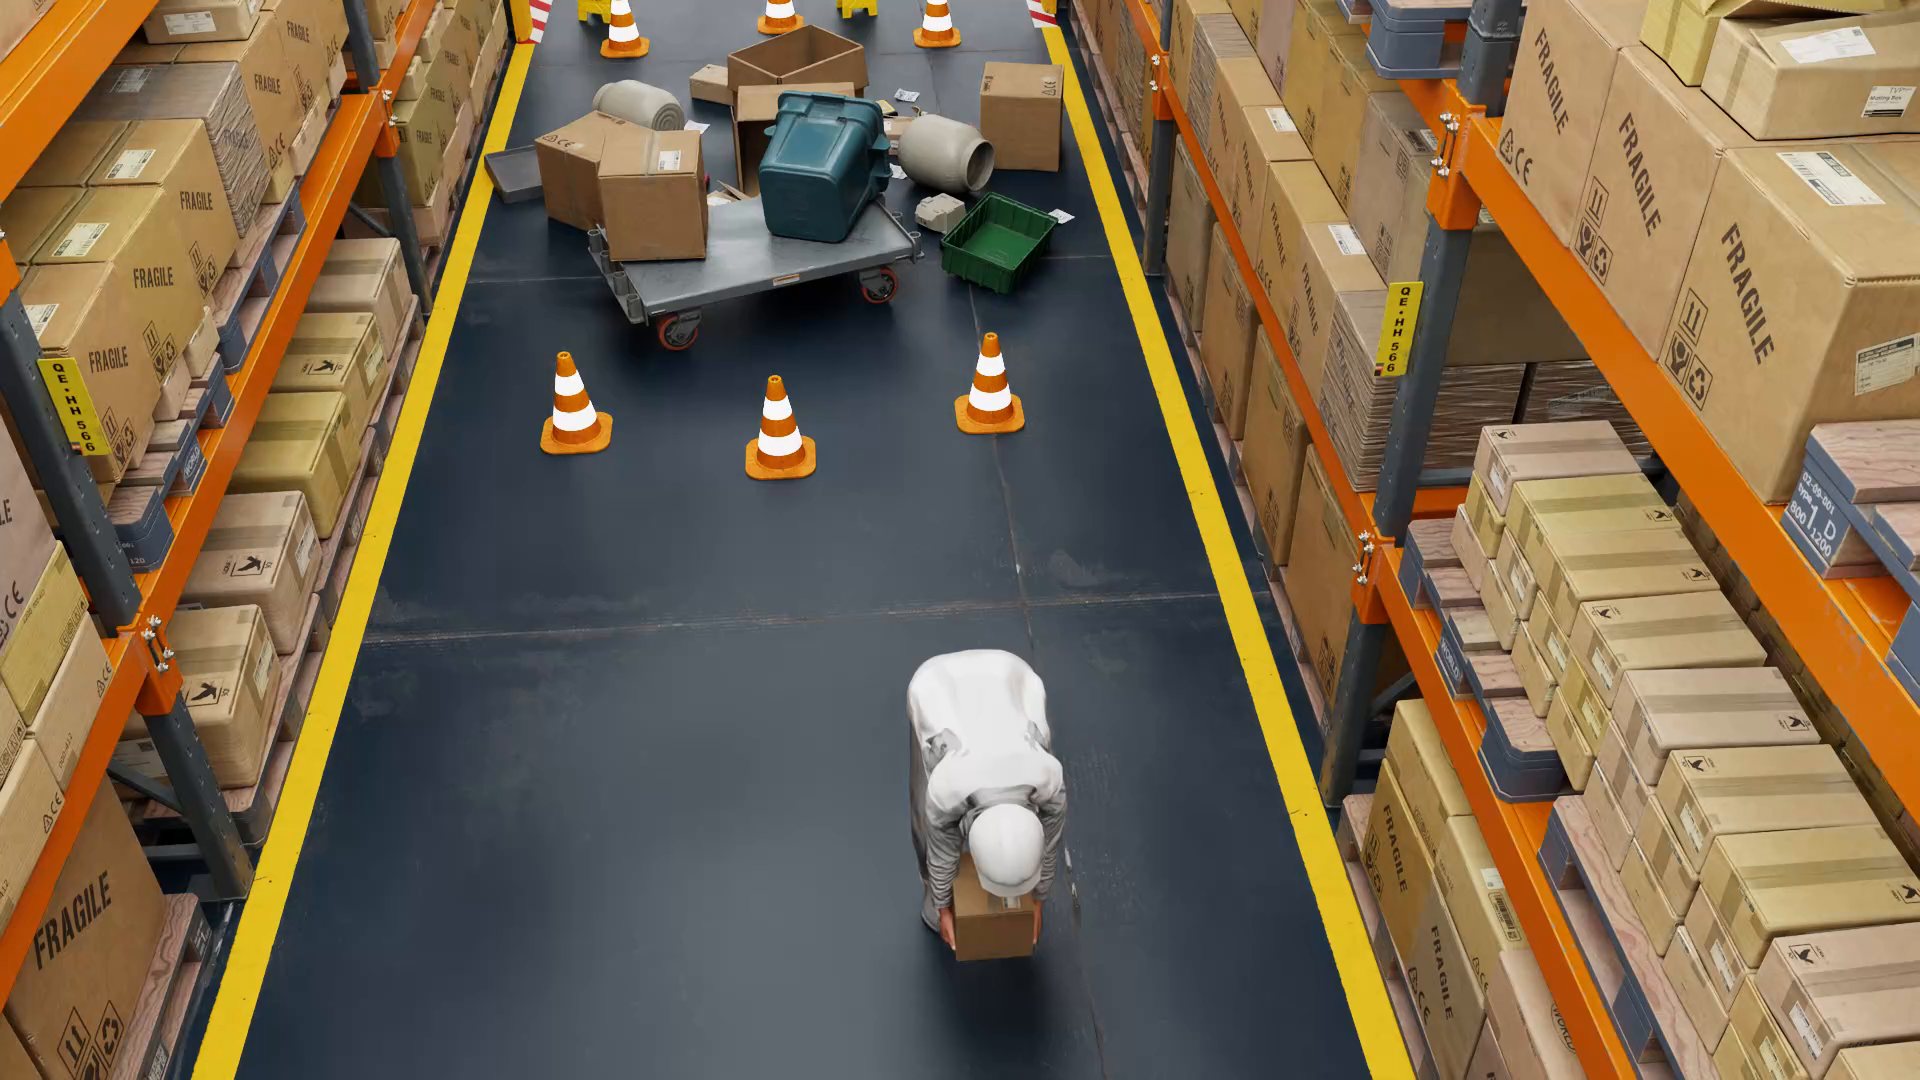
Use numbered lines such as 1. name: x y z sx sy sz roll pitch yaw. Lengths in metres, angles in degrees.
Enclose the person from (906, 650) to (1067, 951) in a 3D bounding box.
1. person: 0.088 0.991 5.421 0.466 1.124 1.006 -4 39 -5
